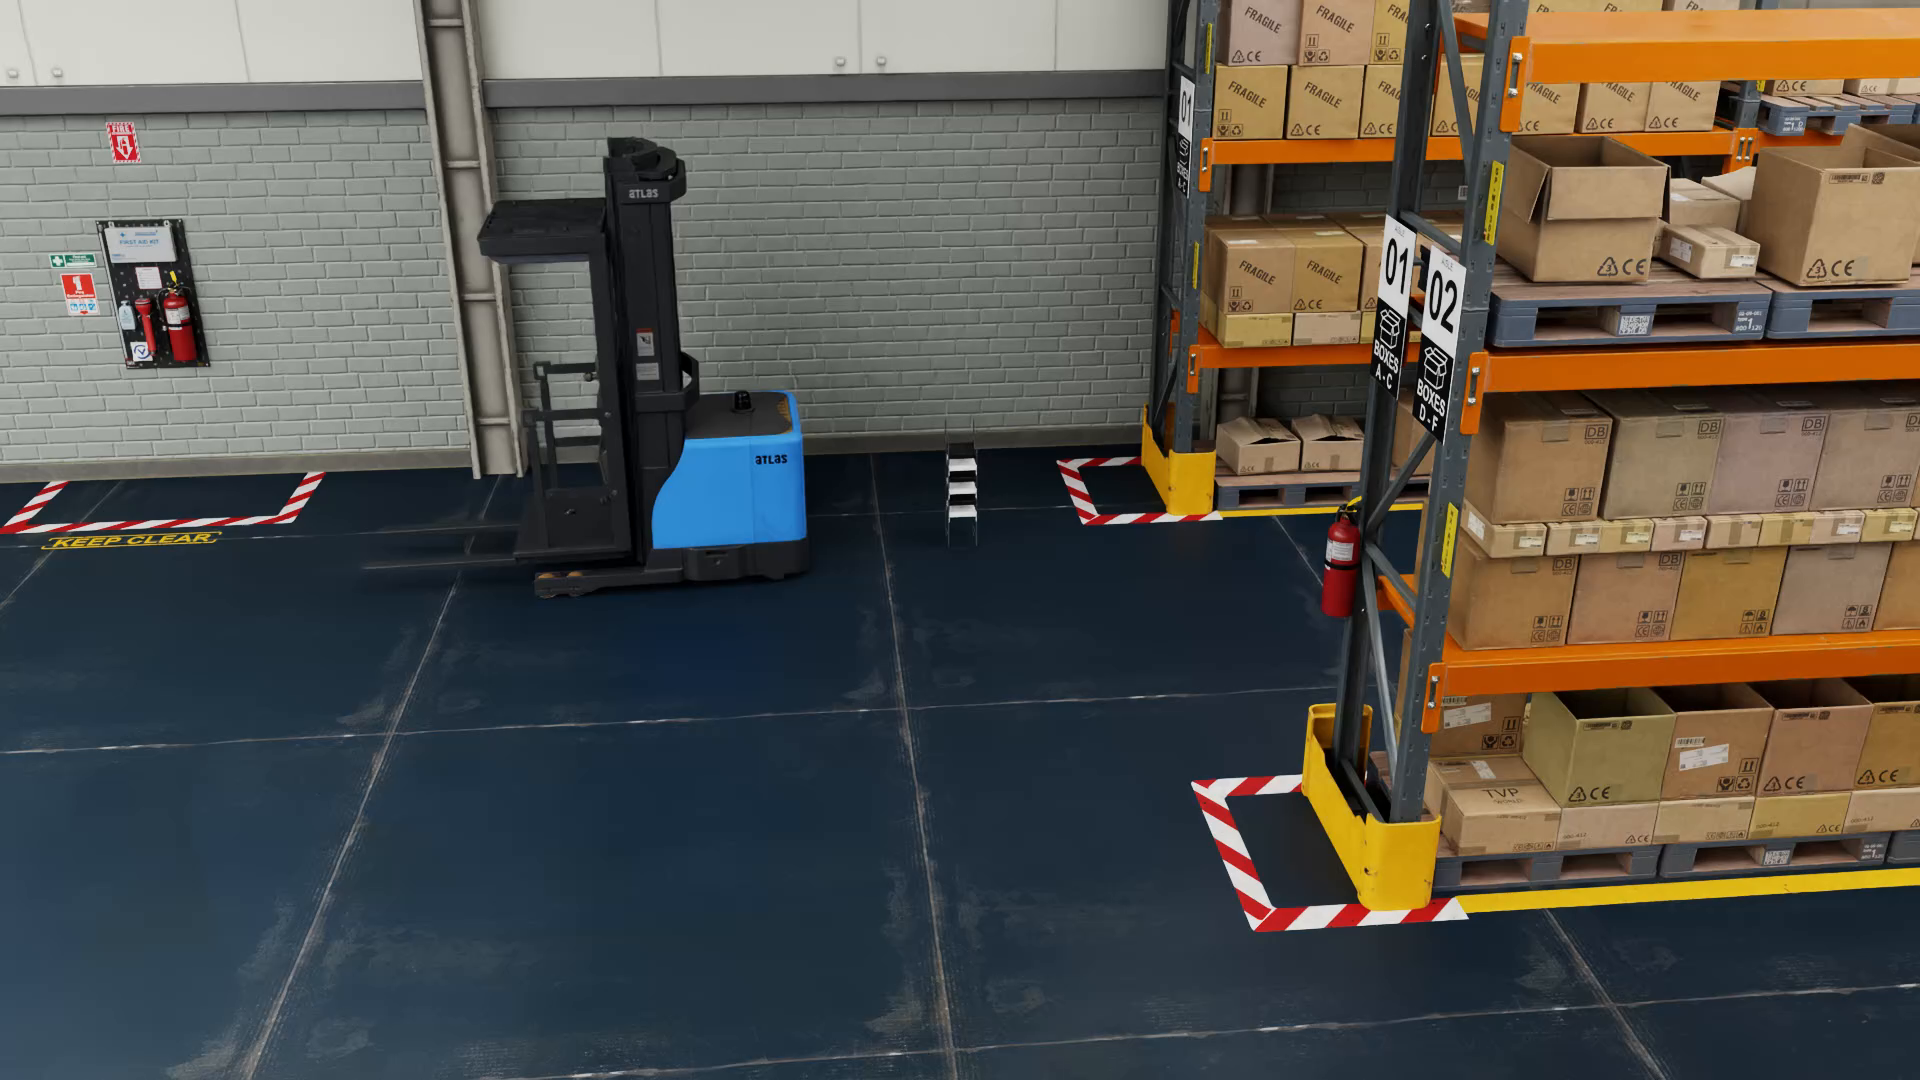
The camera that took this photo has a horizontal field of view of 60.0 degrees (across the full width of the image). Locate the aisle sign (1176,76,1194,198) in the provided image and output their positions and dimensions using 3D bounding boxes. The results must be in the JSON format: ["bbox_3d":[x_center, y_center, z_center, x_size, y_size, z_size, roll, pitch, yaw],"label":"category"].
[{"bbox_3d":[1.593,-2.858,11.785,0.004,0.787,0.394,-2,24,-5],"label":"aisle sign"}]

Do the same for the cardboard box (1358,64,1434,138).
[{"bbox_3d":[3.047,-3.161,11.828,0.500,0.500,0.500,-1,24,-3],"label":"cardboard box"}]

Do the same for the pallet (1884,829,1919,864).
[{"bbox_3d":[5.311,1.338,8.980,1.213,0.211,1.003,-2,24,-5],"label":"pallet"}]

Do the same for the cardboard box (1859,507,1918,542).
[{"bbox_3d":[4.329,-0.134,7.937,0.250,0.149,0.380,-2,24,-3],"label":"cardboard box"}]

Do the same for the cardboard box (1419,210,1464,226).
[{"bbox_3d":[3.600,-2.240,12.834,0.500,0.500,0.500,-2,24,-4],"label":"cardboard box"}]

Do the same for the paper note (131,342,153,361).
[{"bbox_3d":[-6.370,-1.467,12.942,0.142,0.148,0.016,-2,24,-5],"label":"paper note"}]

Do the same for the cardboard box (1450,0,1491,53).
[{"bbox_3d":[3.574,-3.853,12.154,0.500,0.500,0.500,-2,24,-5],"label":"cardboard box"}]

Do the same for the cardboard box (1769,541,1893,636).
[{"bbox_3d":[4.132,0.086,8.240,0.500,0.500,0.700,-2,24,-4],"label":"cardboard box"}]

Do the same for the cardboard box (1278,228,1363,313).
[{"bbox_3d":[2.633,-1.990,12.271,0.500,0.500,0.500,-2,24,-5],"label":"cardboard box"}]

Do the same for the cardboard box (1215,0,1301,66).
[{"bbox_3d":[2.042,-3.593,11.570,0.500,0.500,0.500,-4,24,-9],"label":"cardboard box"}]

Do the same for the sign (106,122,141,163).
[{"bbox_3d":[-6.205,-2.948,12.335,0.199,0.298,0.001,-2,24,-5],"label":"sign"}]

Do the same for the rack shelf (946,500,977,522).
[{"bbox_3d":[0.008,-0.217,12.155,0.200,0.077,0.258,-2,24,-5],"label":"rack shelf"}]

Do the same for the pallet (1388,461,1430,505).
[{"bbox_3d":[3.734,-0.588,13.313,1.213,0.211,1.003,-2,24,-5],"label":"pallet"}]

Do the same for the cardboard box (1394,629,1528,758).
[{"bbox_3d":[2.630,0.789,8.728,0.500,0.500,0.500,-2,24,-5],"label":"cardboard box"}]

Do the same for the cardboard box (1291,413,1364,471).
[{"bbox_3d":[2.900,-0.780,13.081,0.500,0.311,0.500,0,24,-1],"label":"cardboard box"}]

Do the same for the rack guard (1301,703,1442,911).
[{"bbox_3d":[2.102,1.352,8.594,0.348,0.500,1.175,-2,24,-5],"label":"rack guard"}]

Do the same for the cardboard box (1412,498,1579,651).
[{"bbox_3d":[2.592,0.149,8.098,0.500,0.500,0.700,-2,24,-5],"label":"cardboard box"}]

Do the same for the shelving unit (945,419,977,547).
[{"bbox_3d":[0.008,-0.412,12.068,0.210,0.900,0.258,-2,24,-5],"label":"shelving unit"}]

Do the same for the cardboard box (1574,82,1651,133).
[{"bbox_3d":[4.633,-3.244,12.014,0.500,0.500,0.500,-4,24,-10],"label":"cardboard box"}]

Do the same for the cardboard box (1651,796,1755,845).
[{"bbox_3d":[3.676,1.300,8.500,0.500,0.250,0.500,-2,24,-5],"label":"cardboard box"}]

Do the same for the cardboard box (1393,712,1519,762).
[{"bbox_3d":[2.630,1.132,8.878,0.500,0.250,0.500,-2,24,-5],"label":"cardboard box"}]

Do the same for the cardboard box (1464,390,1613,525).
[{"bbox_3d":[2.644,-0.446,7.839,0.500,0.500,0.700,-2,24,-5],"label":"cardboard box"}]

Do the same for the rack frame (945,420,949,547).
[{"bbox_3d":[-0.093,-0.407,12.059,0.006,0.900,0.240,-2,24,-5],"label":"rack frame"}]

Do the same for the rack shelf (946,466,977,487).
[{"bbox_3d":[0.008,-0.463,12.045,0.200,0.077,0.258,-2,24,-5],"label":"rack shelf"}]

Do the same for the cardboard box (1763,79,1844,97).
[{"bbox_3d":[6.168,-3.551,12.213,0.500,0.500,0.500,1,24,2],"label":"cardboard box"}]

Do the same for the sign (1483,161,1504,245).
[{"bbox_3d":[2.174,-1.373,6.780,0.005,0.325,0.100,-2,24,-5],"label":"sign"}]

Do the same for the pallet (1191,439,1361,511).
[{"bbox_3d":[2.523,-0.541,13.207,1.213,0.211,1.003,-2,24,-5],"label":"pallet"}]

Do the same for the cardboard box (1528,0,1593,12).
[{"bbox_3d":[4.081,-3.655,11.708,0.500,0.500,0.500,-3,24,-7],"label":"cardboard box"}]

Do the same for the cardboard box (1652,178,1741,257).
[{"bbox_3d":[3.246,-1.502,7.739,0.500,0.250,0.500,-2,24,-5],"label":"cardboard box"}]

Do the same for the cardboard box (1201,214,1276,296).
[{"bbox_3d":[2.083,-2.182,12.702,0.500,0.500,0.500,-3,24,-6],"label":"cardboard box"}]

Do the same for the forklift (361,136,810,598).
[{"bbox_3d":[-2.615,-1.171,11.276,3.031,2.935,1.130,-3,24,-8],"label":"forklift"}]

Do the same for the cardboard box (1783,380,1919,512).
[{"bbox_3d":[4.167,-0.509,7.983,0.500,0.500,0.700,-2,24,-5],"label":"cardboard box"}]

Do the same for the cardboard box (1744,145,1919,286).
[{"bbox_3d":[3.805,-1.420,7.245,0.500,0.500,0.500,-2,24,-5],"label":"cardboard box"}]

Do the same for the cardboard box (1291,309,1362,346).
[{"bbox_3d":[2.667,-1.652,12.434,0.500,0.250,0.500,-3,24,-7],"label":"cardboard box"}]

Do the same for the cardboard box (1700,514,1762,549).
[{"bbox_3d":[3.565,-0.104,7.870,0.250,0.149,0.380,-3,24,-7],"label":"cardboard box"}]

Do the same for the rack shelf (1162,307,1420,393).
[{"bbox_3d":[3.625,-1.545,12.918,4.000,0.370,1.077,-2,24,-5],"label":"rack shelf"}]

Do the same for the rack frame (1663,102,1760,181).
[{"bbox_3d":[5.616,-1.953,12.952,0.127,3.000,1.000,-2,24,-5],"label":"rack frame"}]

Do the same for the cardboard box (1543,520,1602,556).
[{"bbox_3d":[2.800,-0.074,7.802,0.250,0.149,0.380,-3,24,-7],"label":"cardboard box"}]

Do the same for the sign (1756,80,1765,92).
[{"bbox_3d":[5.677,-3.341,11.745,0.005,0.325,0.100,-2,24,-5],"label":"sign"}]

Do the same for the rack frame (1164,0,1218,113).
[{"bbox_3d":[1.635,-4.535,11.374,0.127,3.000,1.000,-2,24,-5],"label":"rack frame"}]

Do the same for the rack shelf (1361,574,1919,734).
[{"bbox_3d":[4.116,0.457,8.414,4.000,0.370,1.077,-2,24,-5],"label":"rack shelf"}]

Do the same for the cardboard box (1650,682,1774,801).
[{"bbox_3d":[3.675,0.953,8.358,0.500,0.500,0.500,-2,24,-5],"label":"cardboard box"}]
